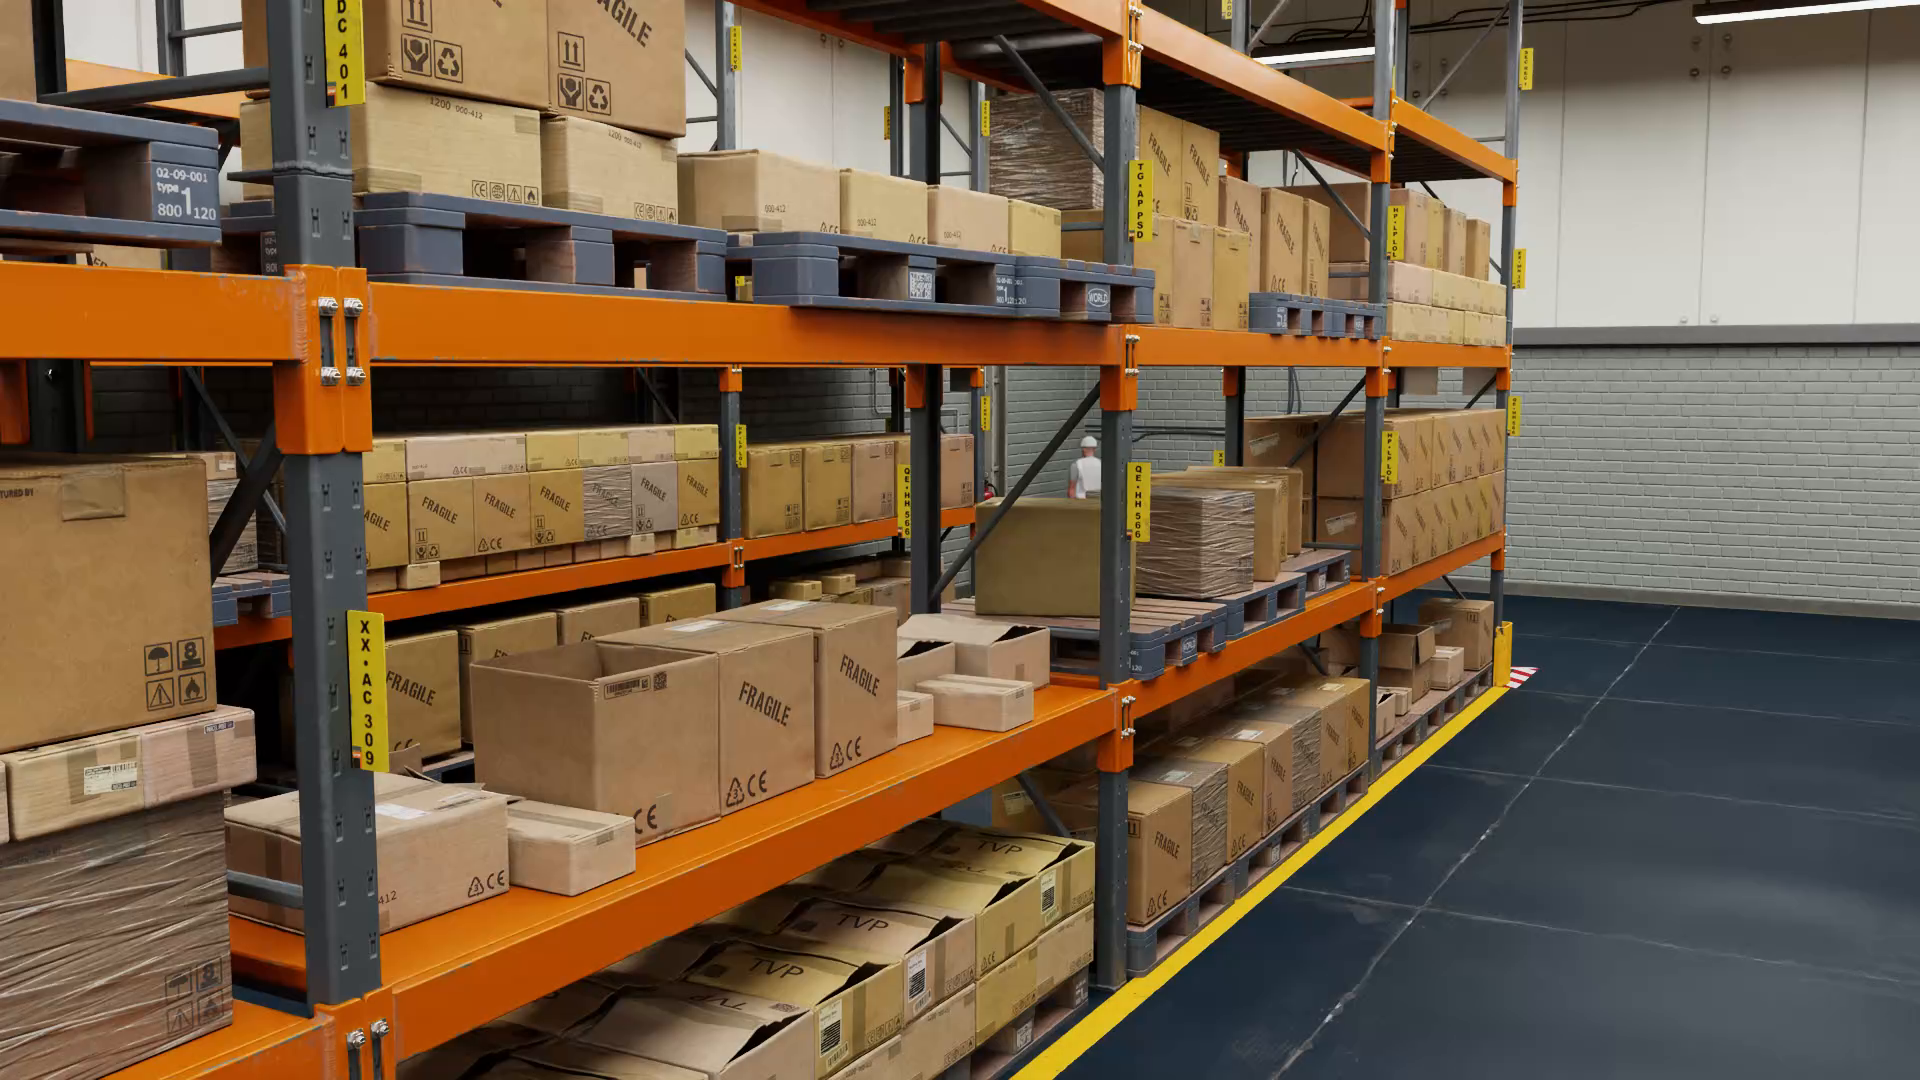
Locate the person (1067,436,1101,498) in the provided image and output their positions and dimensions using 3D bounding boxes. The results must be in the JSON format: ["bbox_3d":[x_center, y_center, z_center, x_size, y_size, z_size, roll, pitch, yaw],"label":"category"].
[{"bbox_3d":[1.596,-0.404,20.719,0.567,1.778,0.534,-1,6,-9],"label":"person"}]
